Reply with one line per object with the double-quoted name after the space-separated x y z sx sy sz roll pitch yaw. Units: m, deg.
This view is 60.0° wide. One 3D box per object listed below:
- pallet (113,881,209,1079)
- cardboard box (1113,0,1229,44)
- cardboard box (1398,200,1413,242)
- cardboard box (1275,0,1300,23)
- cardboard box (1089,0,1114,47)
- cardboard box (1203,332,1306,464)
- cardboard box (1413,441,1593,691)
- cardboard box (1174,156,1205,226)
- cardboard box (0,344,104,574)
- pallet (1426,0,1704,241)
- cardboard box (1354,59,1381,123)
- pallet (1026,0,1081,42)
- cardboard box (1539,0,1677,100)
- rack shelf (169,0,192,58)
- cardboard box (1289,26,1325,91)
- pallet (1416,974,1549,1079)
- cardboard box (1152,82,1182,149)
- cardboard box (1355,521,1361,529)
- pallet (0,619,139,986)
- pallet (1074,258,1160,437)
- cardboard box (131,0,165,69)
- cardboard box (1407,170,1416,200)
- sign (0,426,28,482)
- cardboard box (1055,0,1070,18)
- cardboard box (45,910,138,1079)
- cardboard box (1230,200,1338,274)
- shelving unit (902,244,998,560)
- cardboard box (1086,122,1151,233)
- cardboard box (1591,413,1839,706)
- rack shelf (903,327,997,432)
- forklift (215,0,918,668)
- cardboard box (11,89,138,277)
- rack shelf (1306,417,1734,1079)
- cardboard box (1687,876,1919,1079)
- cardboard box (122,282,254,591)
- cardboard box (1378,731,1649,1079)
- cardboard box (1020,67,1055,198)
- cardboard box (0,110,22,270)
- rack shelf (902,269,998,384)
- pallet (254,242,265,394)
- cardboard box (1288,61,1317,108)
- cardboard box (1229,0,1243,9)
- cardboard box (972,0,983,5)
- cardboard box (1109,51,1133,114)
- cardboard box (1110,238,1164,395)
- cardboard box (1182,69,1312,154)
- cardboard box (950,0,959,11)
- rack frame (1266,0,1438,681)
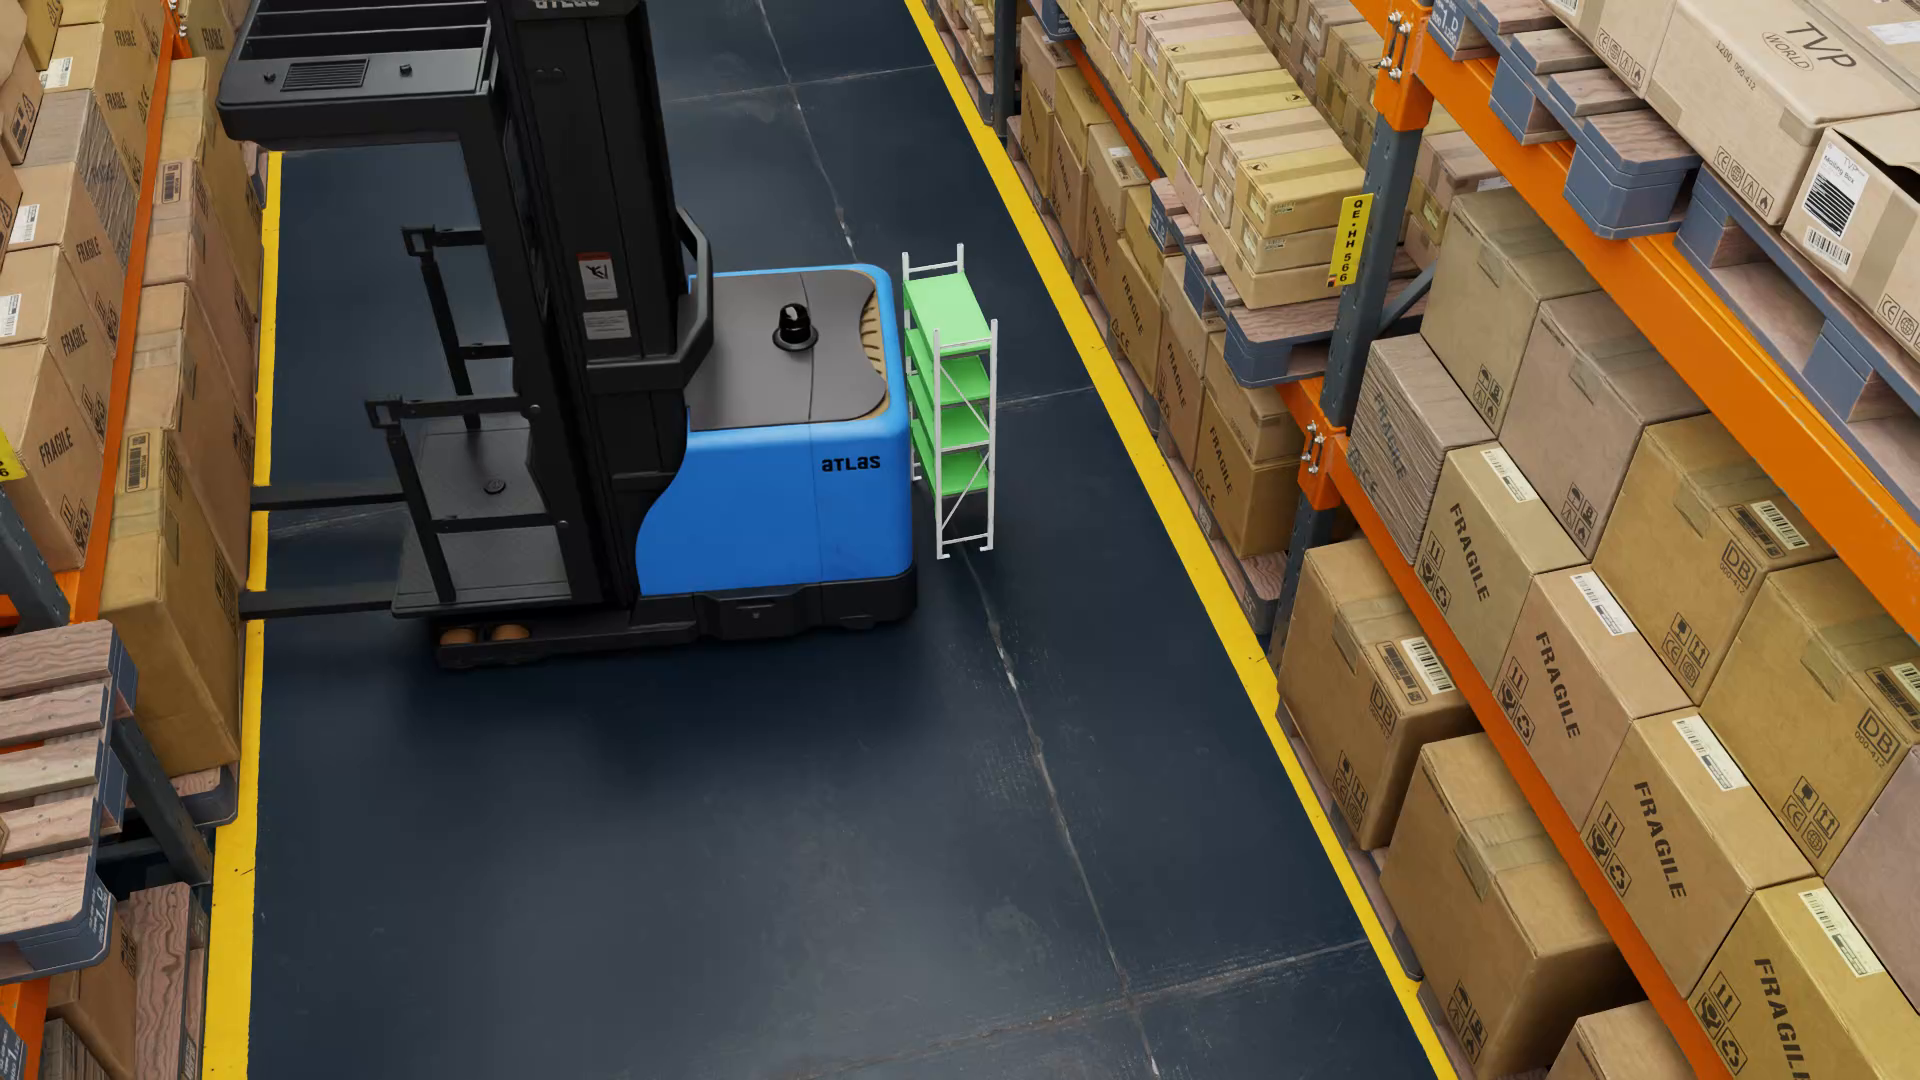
-2.918 1.721 5.166 1.003 0.211 1.213 -11 47 -10 "pallet"
0.806 -2.047 6.372 0.380 0.149 0.250 -9 46 -8 "cardboard box"
1.716 -1.222 5.980 0.380 0.149 0.250 -9 46 -8 "cardboard box"
1.435 -2.161 6.483 0.380 0.149 0.250 -9 46 -9 "cardboard box"
0.738 -2.121 6.653 0.380 0.149 0.250 -12 47 -11 "cardboard box"
1.275 -0.591 6.410 0.500 0.250 0.500 -12 47 -11 "cardboard box"
1.691 0.043 4.788 0.500 0.500 0.500 -11 47 -11 "cardboard box"
1.005 -1.297 6.053 0.380 0.149 0.250 -10 46 -10 "cardboard box"
-2.978 -0.215 5.041 0.500 0.500 0.500 -9 46 -9 "cardboard box"
1.920 -1.181 4.090 1.213 0.211 1.003 -9 46 -8 "pallet"
1.643 -1.609 5.942 0.380 0.149 0.250 -11 47 -11 "cardboard box"
0.735 -2.772 7.751 1.003 0.211 1.213 -11 47 -10 "pallet"
1.676 -1.292 3.765 0.500 0.311 0.500 -11 47 -10 "cardboard box"
-4.653 -3.685 9.016 1.077 0.370 4.000 -11 47 -10 "rack shelf"
1.503 -1.882 6.419 0.380 0.149 0.250 -11 47 -10 "cardboard box"
2.142 1.743 5.145 1.003 0.211 1.213 -11 47 -10 "pallet"
0.934 -1.591 6.133 0.380 0.149 0.250 -11 47 -10 "cardboard box"
1.769 -0.439 6.787 0.500 0.500 0.500 -13 47 -12 "cardboard box"
-2.831 0.745 4.305 1.213 0.211 1.003 -11 47 -10 "pallet"
1.196 -1.036 7.868 1.003 0.211 1.213 -11 47 -10 "pallet"
-3.757 -2.318 7.102 0.500 0.500 0.500 -11 47 -10 "cardboard box"
1.703 -1.352 5.899 0.380 0.149 0.250 -9 46 -8 "cardboard box"
-2.595 -0.278 4.418 0.100 0.325 0.005 -11 47 -10 "sign"
0.602 -2.384 7.118 0.380 0.149 0.250 -13 47 -12 "cardboard box"
-2.926 1.385 4.985 0.700 0.500 0.500 -13 47 -12 "cardboard box"
1.137 -1.053 5.606 0.380 0.149 0.250 -10 46 -9 "cardboard box"
-0.042 -0.534 6.684 0.258 1.200 0.503 -11 47 -10 "shelving unit"
0.879 -1.649 7.448 0.500 0.250 0.500 -9 46 -9 "cardboard box"
2.073 -0.002 4.133 0.700 0.500 0.500 -11 47 -11 "cardboard box"
-0.042 -0.658 6.558 0.258 0.148 0.480 -11 47 -10 "rack shelf"
-1.721 -0.923 5.853 3.031 2.935 1.130 -4 46 -4 "forklift"
-3.373 -1.269 6.074 0.500 0.500 0.500 -11 47 -10 "cardboard box"
2.216 1.001 4.423 1.077 0.370 4.000 -11 47 -10 "rack shelf"
2.077 1.086 3.766 0.500 0.500 0.500 -10 46 -10 "cardboard box"
-3.494 -0.295 6.383 1.225 0.875 0.875 -11 47 -10 "cardboard box"
2.000 1.049 5.154 1.050 0.750 0.750 -10 46 -10 "cardboard box"
0.613 -2.107 8.421 0.500 0.500 0.500 -9 46 -9 "cardboard box"
-3.452 -1.139 5.244 0.797 0.503 0.637 -10 46 -9 "cardboard box"
-0.042 -0.825 6.387 0.258 0.148 0.480 -11 47 -10 "rack shelf"
-3.870 -1.061 7.893 1.003 0.211 1.213 -11 47 -10 "pallet"
1.505 -1.777 6.524 0.380 0.149 0.250 -9 46 -9 "cardboard box"
1.309 -2.316 7.052 0.380 0.149 0.250 -9 46 -9 "cardboard box"
0.233 -3.118 9.242 0.380 0.149 0.250 -10 46 -10 "cardboard box"
0.810 -1.834 6.580 0.380 0.149 0.250 -9 46 -9 "cardboard box"
1.002 -1.032 7.368 0.500 0.500 0.500 -13 47 -12 "cardboard box"
1.006 -1.508 5.844 0.380 0.149 0.250 -9 46 -9 "cardboard box"
0.125 -3.172 9.503 0.380 0.149 0.250 -12 47 -12 "cardboard box"
1.704 -0.632 5.520 1.000 3.000 0.127 -11 47 -10 "rack frame"
